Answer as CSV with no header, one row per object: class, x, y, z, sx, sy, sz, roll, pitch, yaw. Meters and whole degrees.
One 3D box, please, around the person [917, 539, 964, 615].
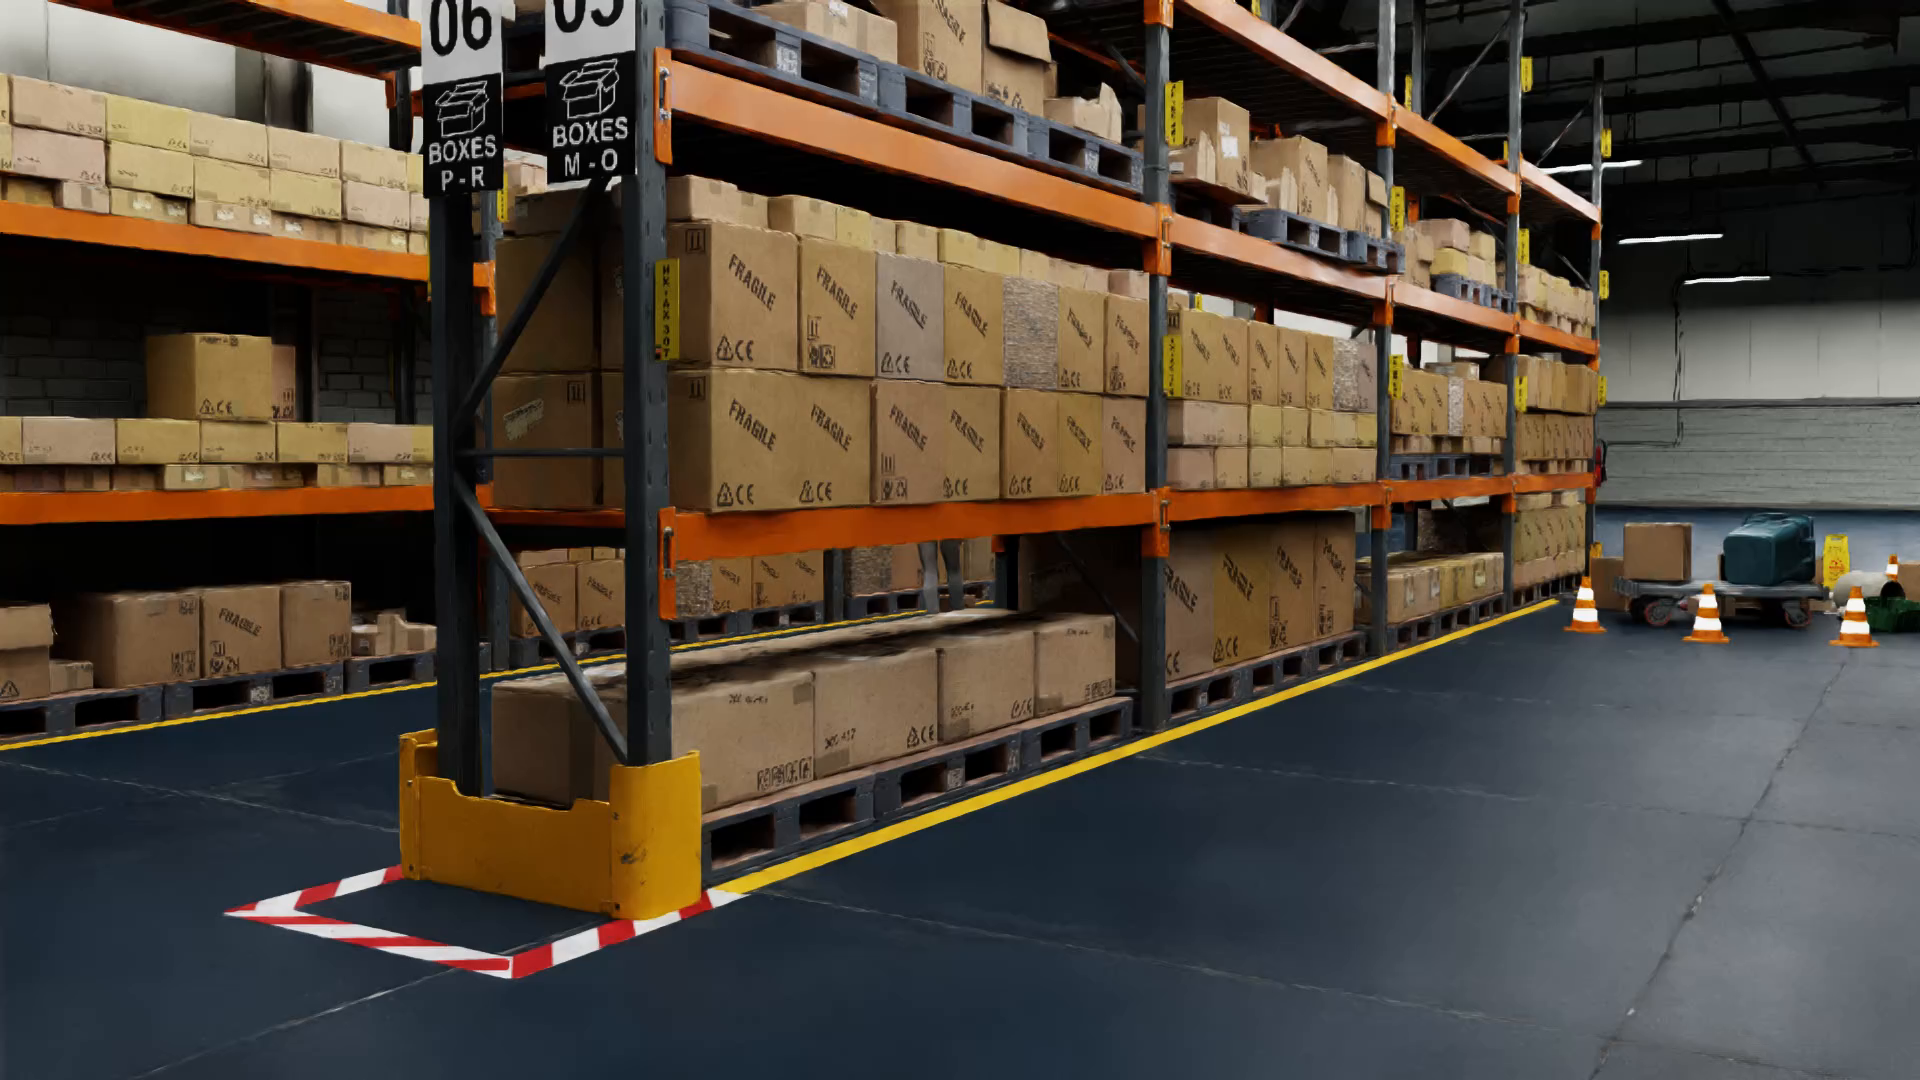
person,-0.197,-0.074,14.457,0.468,1.662,0.584,0,3,2
